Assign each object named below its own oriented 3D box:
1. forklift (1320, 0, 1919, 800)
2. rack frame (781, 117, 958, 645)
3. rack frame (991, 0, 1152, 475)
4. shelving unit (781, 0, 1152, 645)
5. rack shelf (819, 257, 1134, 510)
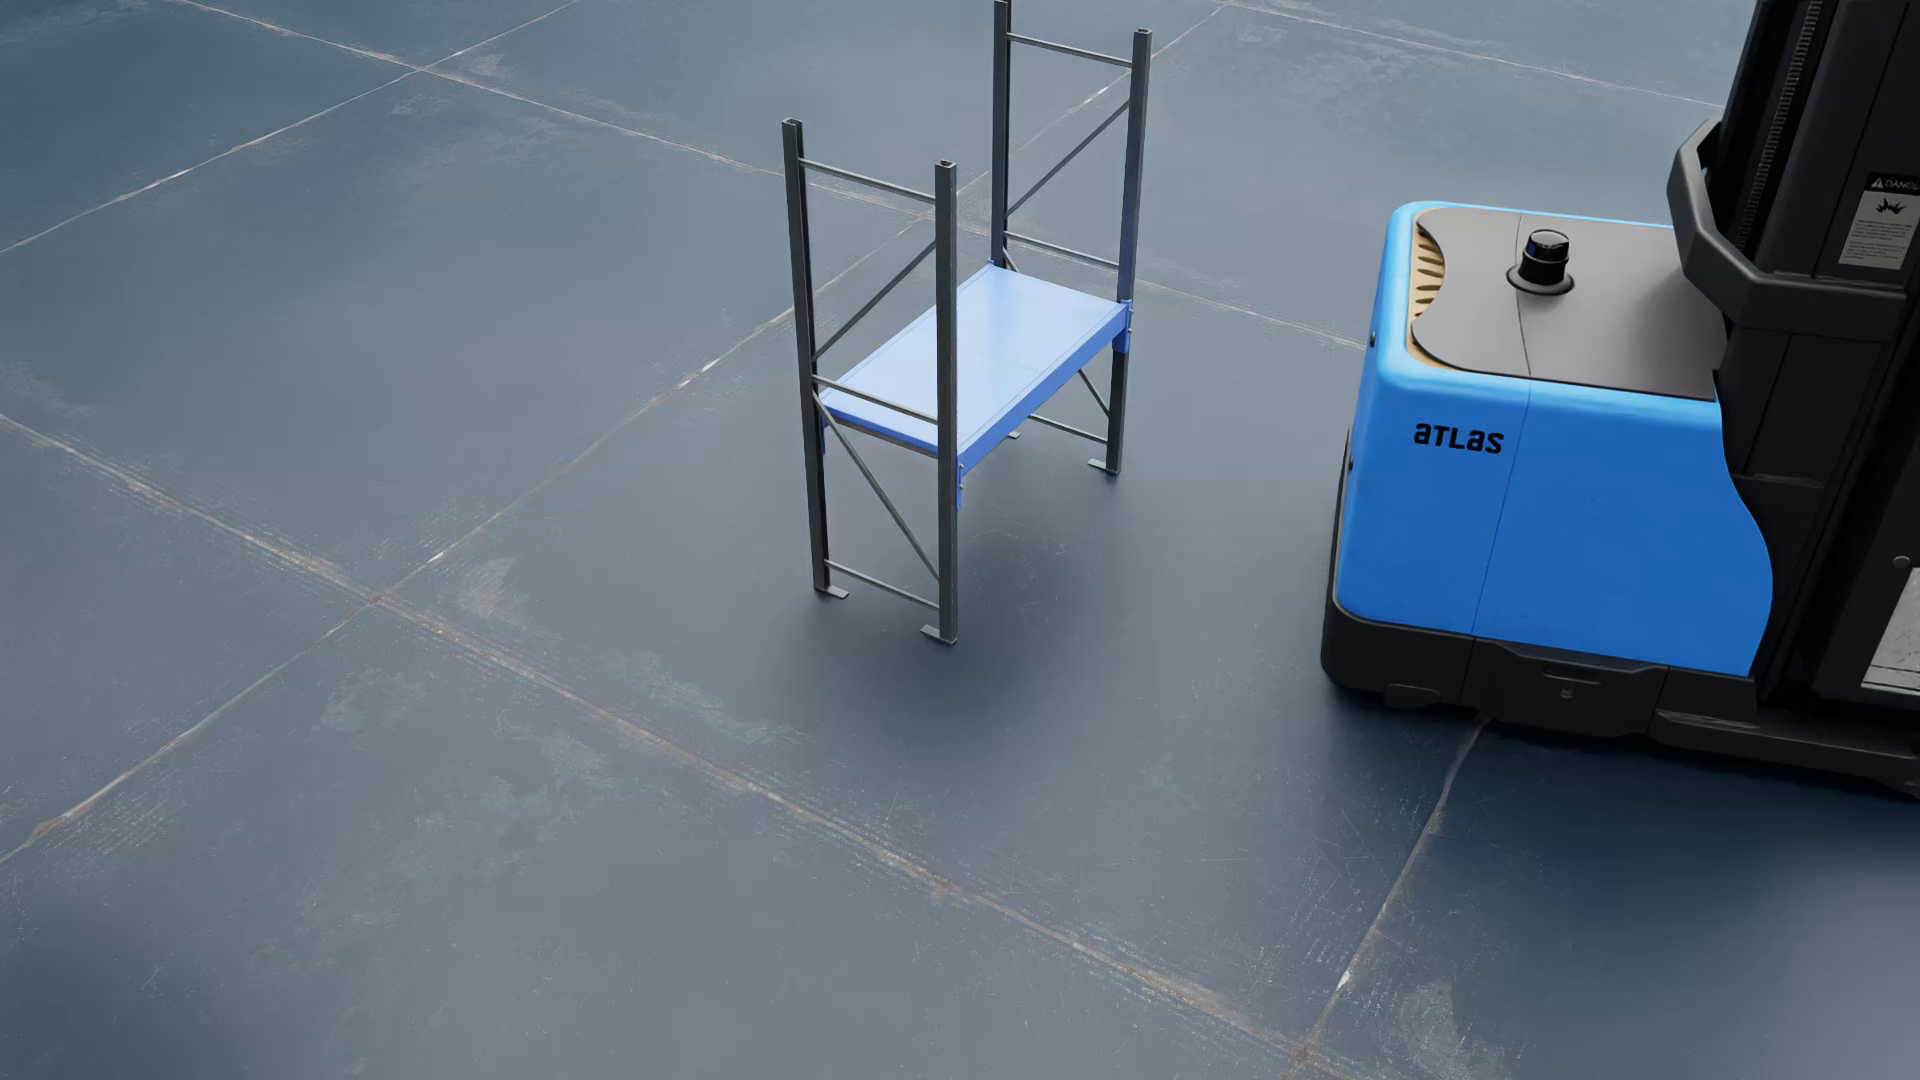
[{"bbox_3d":[2.589,-0.799,3.886,3.031,2.935,1.130,8,38,11],"label":"forklift"},{"bbox_3d":[-0.227,-0.376,4.509,0.500,1.500,0.032,21,42,25],"label":"rack frame"},{"bbox_3d":[0.318,-0.900,5.189,0.500,1.500,0.032,21,42,25],"label":"rack frame"},{"bbox_3d":[0.046,-0.638,4.849,0.538,1.500,1.048,21,42,25],"label":"shelving unit"},{"bbox_3d":[0.046,-0.496,4.959,0.538,0.185,1.000,21,42,25],"label":"rack shelf"}]
